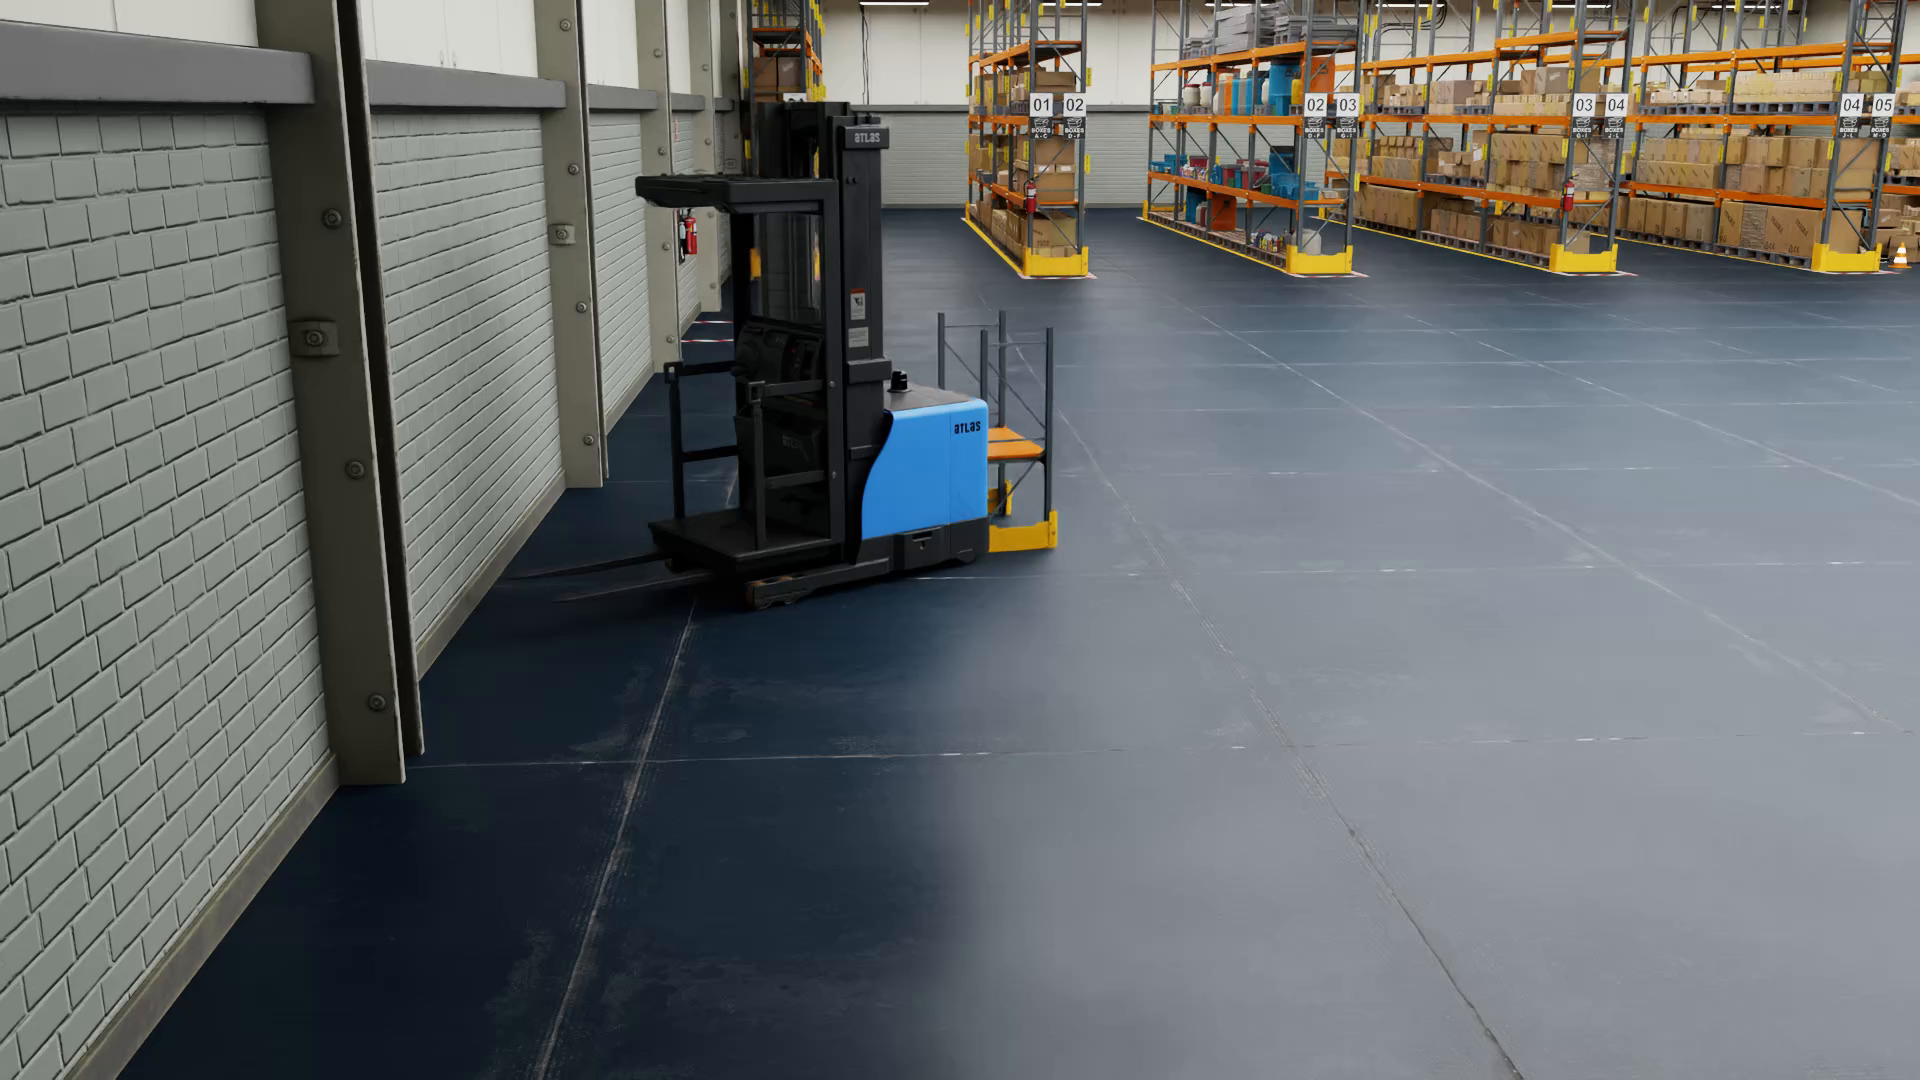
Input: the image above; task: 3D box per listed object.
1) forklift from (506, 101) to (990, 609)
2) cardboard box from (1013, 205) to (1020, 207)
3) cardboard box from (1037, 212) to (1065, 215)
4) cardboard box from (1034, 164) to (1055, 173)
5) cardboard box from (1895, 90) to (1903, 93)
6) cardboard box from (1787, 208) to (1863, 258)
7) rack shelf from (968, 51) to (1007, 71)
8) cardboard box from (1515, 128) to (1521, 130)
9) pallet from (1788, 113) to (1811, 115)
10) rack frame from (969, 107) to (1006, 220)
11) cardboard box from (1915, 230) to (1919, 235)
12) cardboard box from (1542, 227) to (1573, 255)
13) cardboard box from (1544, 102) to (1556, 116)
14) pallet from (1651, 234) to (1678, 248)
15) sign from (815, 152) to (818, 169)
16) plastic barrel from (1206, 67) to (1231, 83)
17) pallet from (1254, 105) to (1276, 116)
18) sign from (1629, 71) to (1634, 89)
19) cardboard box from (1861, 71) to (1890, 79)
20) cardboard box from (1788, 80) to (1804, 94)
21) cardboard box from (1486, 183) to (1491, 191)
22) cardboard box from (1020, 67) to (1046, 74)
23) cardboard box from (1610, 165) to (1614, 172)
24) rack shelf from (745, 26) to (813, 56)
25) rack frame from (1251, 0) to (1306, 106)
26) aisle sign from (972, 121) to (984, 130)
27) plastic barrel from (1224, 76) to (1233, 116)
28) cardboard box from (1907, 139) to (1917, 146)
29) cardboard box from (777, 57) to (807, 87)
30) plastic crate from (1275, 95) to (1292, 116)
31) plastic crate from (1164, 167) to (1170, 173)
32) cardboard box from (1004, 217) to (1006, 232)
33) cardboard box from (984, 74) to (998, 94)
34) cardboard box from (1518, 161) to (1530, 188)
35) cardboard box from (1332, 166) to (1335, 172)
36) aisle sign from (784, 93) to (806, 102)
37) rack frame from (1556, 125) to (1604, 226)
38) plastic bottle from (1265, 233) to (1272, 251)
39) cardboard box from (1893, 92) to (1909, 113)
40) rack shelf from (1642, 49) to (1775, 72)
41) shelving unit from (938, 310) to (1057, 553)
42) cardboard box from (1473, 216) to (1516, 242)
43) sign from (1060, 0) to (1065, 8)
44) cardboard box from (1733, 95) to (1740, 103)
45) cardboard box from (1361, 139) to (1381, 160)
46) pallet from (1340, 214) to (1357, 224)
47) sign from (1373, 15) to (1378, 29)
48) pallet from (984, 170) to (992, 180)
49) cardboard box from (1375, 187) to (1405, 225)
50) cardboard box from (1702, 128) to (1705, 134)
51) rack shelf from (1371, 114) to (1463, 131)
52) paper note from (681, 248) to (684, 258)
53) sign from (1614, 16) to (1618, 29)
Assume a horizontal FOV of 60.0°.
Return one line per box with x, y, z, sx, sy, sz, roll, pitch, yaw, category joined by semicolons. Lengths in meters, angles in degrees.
-1.278;-1.154;10.129;3.031;2.935;1.130;-11;18;-37;forklift
1.433;-7.674;39.464;0.500;0.500;0.500;-1;14;-4;cardboard box
1.788;-6.178;32.688;0.500;0.500;0.500;-1;14;-3;cardboard box
1.521;-6.764;30.291;0.380;0.149;0.250;-1;14;-4;cardboard box
25.352;-11.945;44.611;0.500;0.250;0.500;0;14;-2;cardboard box
16.472;-5.854;31.682;0.875;0.875;0.875;-1;14;-3;cardboard box
0.868;-12.346;42.902;1.077;0.370;4.000;-1;14;-3;rack shelf
15.389;-10.927;45.172;0.500;0.500;0.500;0;14;-2;cardboard box
20.853;-10.402;40.295;1.003;0.211;1.213;0;14;-1;pallet
0.744;-10.288;45.492;1.000;3.000;0.127;-1;14;-3;rack frame
19.974;-6.112;34.272;0.500;0.500;0.500;10;18;35;cardboard box
11.530;-5.757;32.057;0.500;0.500;0.500;3;15;11;cardboard box
11.306;-8.081;31.196;0.500;0.250;0.500;-1;14;-3;cardboard box
16.130;-6.652;36.955;1.003;0.211;1.213;-1;14;-3;pallet
-2.915;-7.656;33.525;0.100;0.325;0.005;-1;14;-3;sign
6.194;-10.846;39.791;0.600;0.901;0.708;-1;14;-3;plastic barrel
6.574;-8.563;33.145;1.213;0.211;1.003;-1;14;-3;pallet
12.164;-8.345;30.168;0.100;0.325;0.005;-1;14;-3;sign
16.876;-8.569;30.653;0.380;0.149;0.250;-1;14;-3;cardboard box
16.210;-8.655;31.786;0.500;0.250;0.500;-1;14;-4;cardboard box
11.088;-7.276;34.289;0.380;0.149;0.250;-1;14;-3;cardboard box
1.489;-9.404;33.991;0.500;0.500;0.500;-1;14;-3;cardboard box
15.581;-8.761;39.219;0.380;0.149;0.250;-1;14;-4;cardboard box
-3.333;-9.284;31.002;1.077;0.370;4.000;-1;14;-3;rack shelf
6.432;-10.285;33.439;1.000;3.000;0.127;-1;14;-3;rack frame
0.447;-11.560;45.217;0.394;0.787;0.004;-1;14;-3;aisle sign
6.058;-9.664;36.187;0.600;0.830;0.708;-1;14;-3;plastic barrel
20.916;-8.669;36.258;0.380;0.149;0.250;-2;15;-6;cardboard box
-2.990;-8.326;29.600;0.500;0.500;0.500;-2;15;-7;cardboard box
6.261;-8.299;31.774;0.392;0.384;0.575;-1;14;-3;plastic crate
5.528;-9.699;43.610;0.293;0.136;0.466;-1;14;-3;plastic crate
1.176;-6.543;34.488;0.500;0.311;0.500;-1;14;-3;cardboard box
0.924;-11.399;41.583;0.700;0.500;0.500;-1;14;-3;cardboard box
11.458;-7.163;32.547;0.875;0.500;0.500;-1;14;-3;cardboard box
10.358;-10.098;45.256;0.380;0.149;0.250;-1;14;-5;cardboard box
-2.905;-7.477;29.351;0.394;0.787;0.004;-1;14;-3;aisle sign
15.836;-9.497;42.417;1.000;3.000;0.127;-1;14;-3;rack frame
6.117;-5.903;32.884;0.144;0.351;0.185;0;14;-1;plastic bottle
21.141;-9.727;37.086;0.797;0.503;0.637;-1;14;-3;cardboard box
16.208;-10.368;36.009;1.077;0.370;4.000;-1;14;-3;rack shelf
0.229;-0.786;11.572;0.587;1.500;1.083;-4;15;-16;shelving unit
11.358;-6.611;35.335;0.700;0.500;0.500;-2;15;-8;cardboard box
2.043;-10.741;33.019;0.100;0.325;0.005;-1;14;-3;sign
16.015;-8.994;33.905;0.380;0.149;0.250;-1;14;-4;cardboard box
10.584;-9.990;42.533;0.500;0.500;0.500;0;14;-2;cardboard box
10.832;-8.589;44.486;1.003;0.211;1.213;-1;14;-3;pallet
10.324;-12.877;41.324;0.100;0.325;0.005;-1;14;-3;sign
1.115;-8.689;39.663;1.003;0.211;1.213;-1;14;-3;pallet
10.995;-8.239;40.948;1.225;0.875;0.875;-1;14;-5;cardboard box
20.360;-11.087;45.089;0.380;0.149;0.250;-1;14;-3;cardboard box
11.003;-10.052;39.999;1.077;0.370;4.000;-1;14;-3;rack shelf
-3.687;-3.813;22.095;0.016;0.148;0.142;-1;14;-3;paper note
16.390;-12.941;41.572;0.100;0.325;0.005;-1;14;-3;sign
